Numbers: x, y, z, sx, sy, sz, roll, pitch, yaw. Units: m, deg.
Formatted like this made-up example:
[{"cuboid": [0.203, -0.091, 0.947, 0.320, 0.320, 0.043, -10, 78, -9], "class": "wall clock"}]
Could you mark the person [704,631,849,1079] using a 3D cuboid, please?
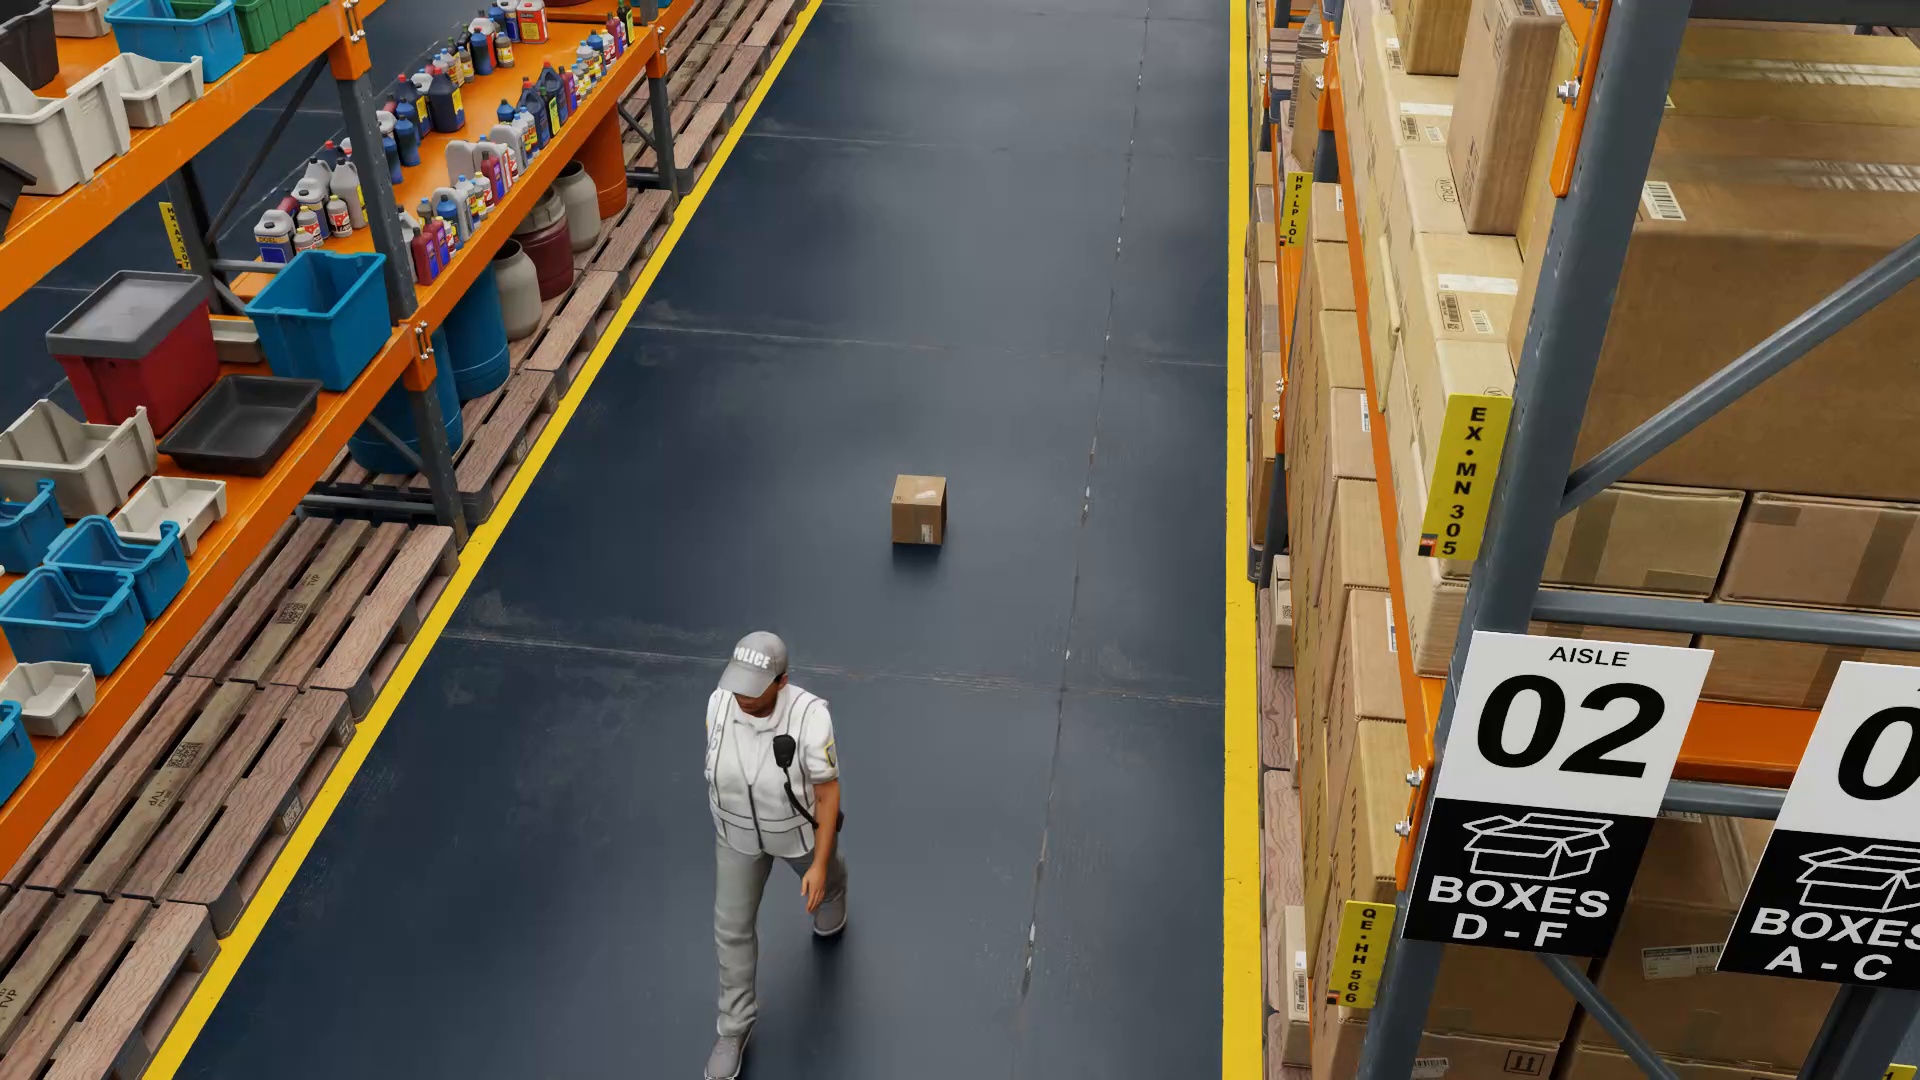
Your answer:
[{"cuboid": [-0.633, 0.994, 5.670, 0.486, 1.599, 1.017, 6, 37, 7], "class": "person"}]
